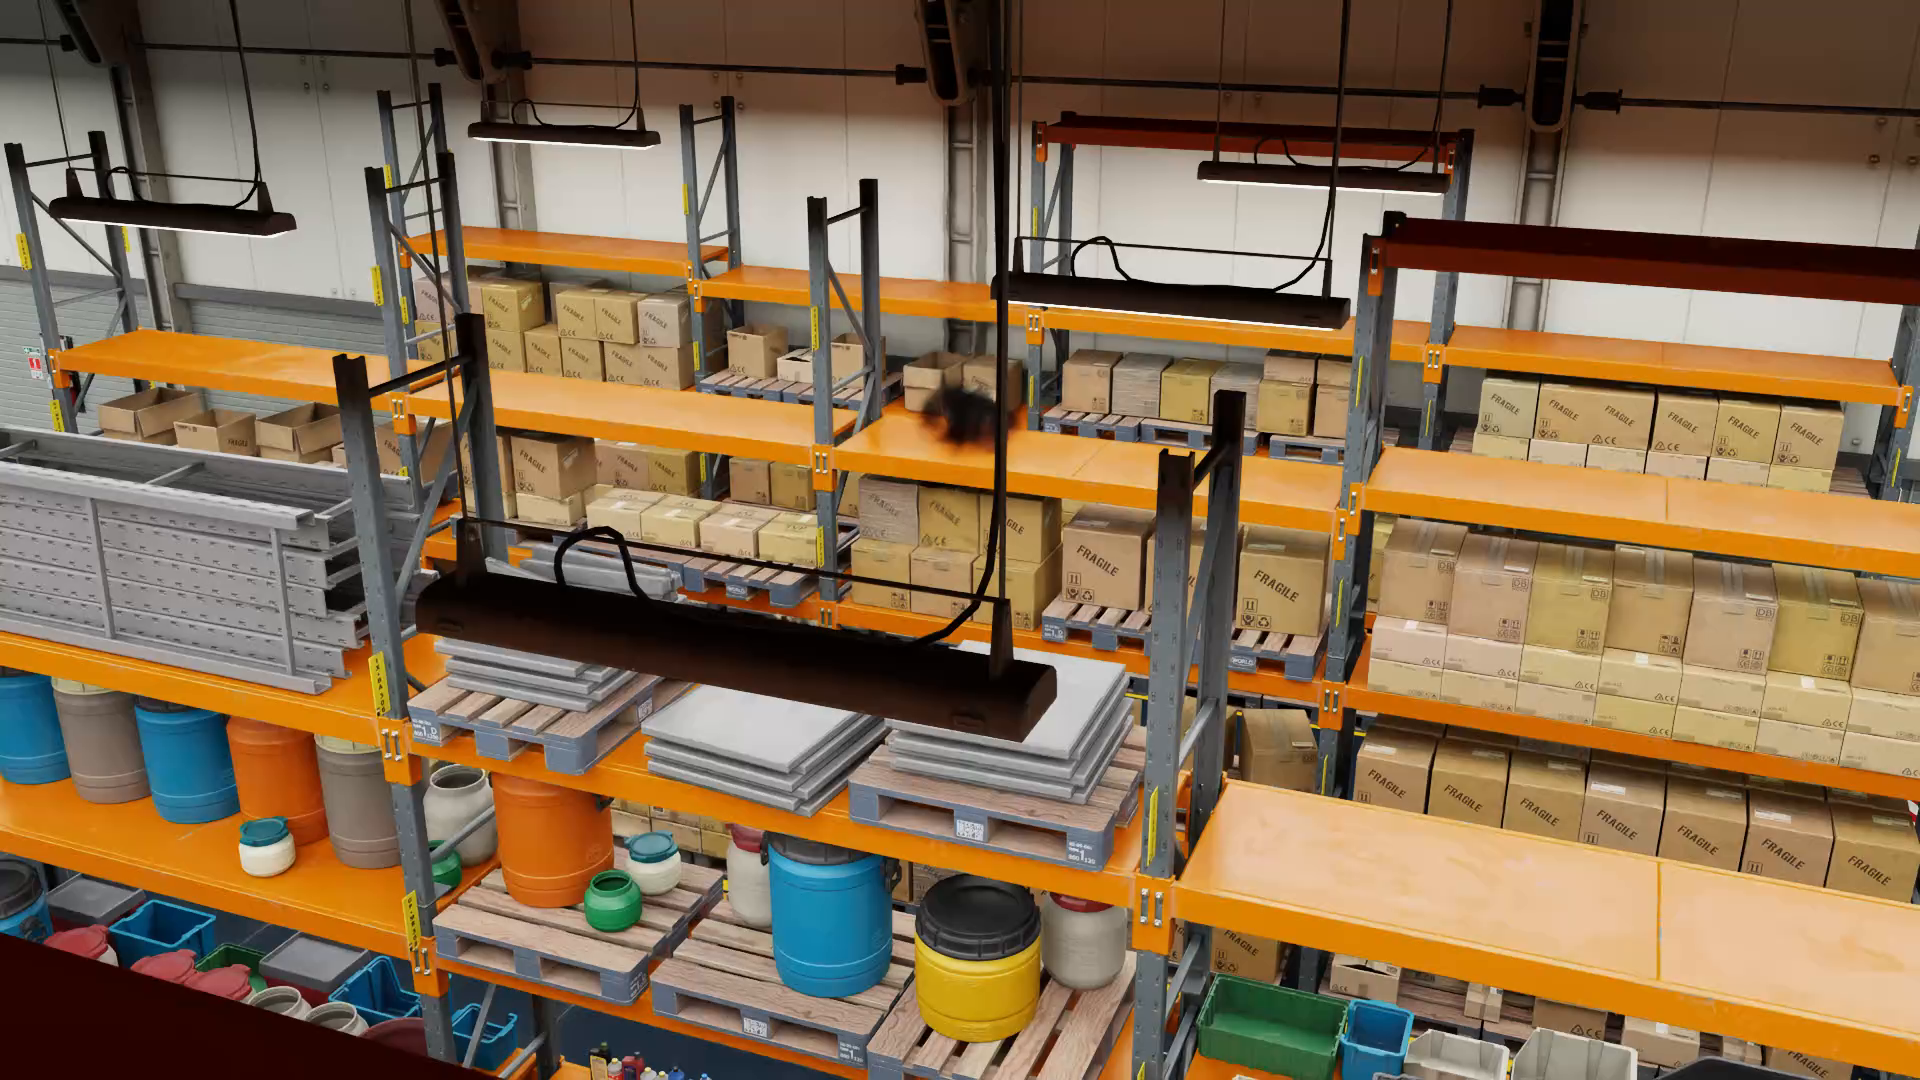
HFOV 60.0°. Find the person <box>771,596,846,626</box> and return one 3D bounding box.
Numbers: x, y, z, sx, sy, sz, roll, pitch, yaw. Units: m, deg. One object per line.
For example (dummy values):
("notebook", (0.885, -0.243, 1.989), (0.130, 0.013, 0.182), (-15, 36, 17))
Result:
("person", (-1.495, 1.052, 16.466), (0.782, 1.875, 0.670), (6, 22, 16))
